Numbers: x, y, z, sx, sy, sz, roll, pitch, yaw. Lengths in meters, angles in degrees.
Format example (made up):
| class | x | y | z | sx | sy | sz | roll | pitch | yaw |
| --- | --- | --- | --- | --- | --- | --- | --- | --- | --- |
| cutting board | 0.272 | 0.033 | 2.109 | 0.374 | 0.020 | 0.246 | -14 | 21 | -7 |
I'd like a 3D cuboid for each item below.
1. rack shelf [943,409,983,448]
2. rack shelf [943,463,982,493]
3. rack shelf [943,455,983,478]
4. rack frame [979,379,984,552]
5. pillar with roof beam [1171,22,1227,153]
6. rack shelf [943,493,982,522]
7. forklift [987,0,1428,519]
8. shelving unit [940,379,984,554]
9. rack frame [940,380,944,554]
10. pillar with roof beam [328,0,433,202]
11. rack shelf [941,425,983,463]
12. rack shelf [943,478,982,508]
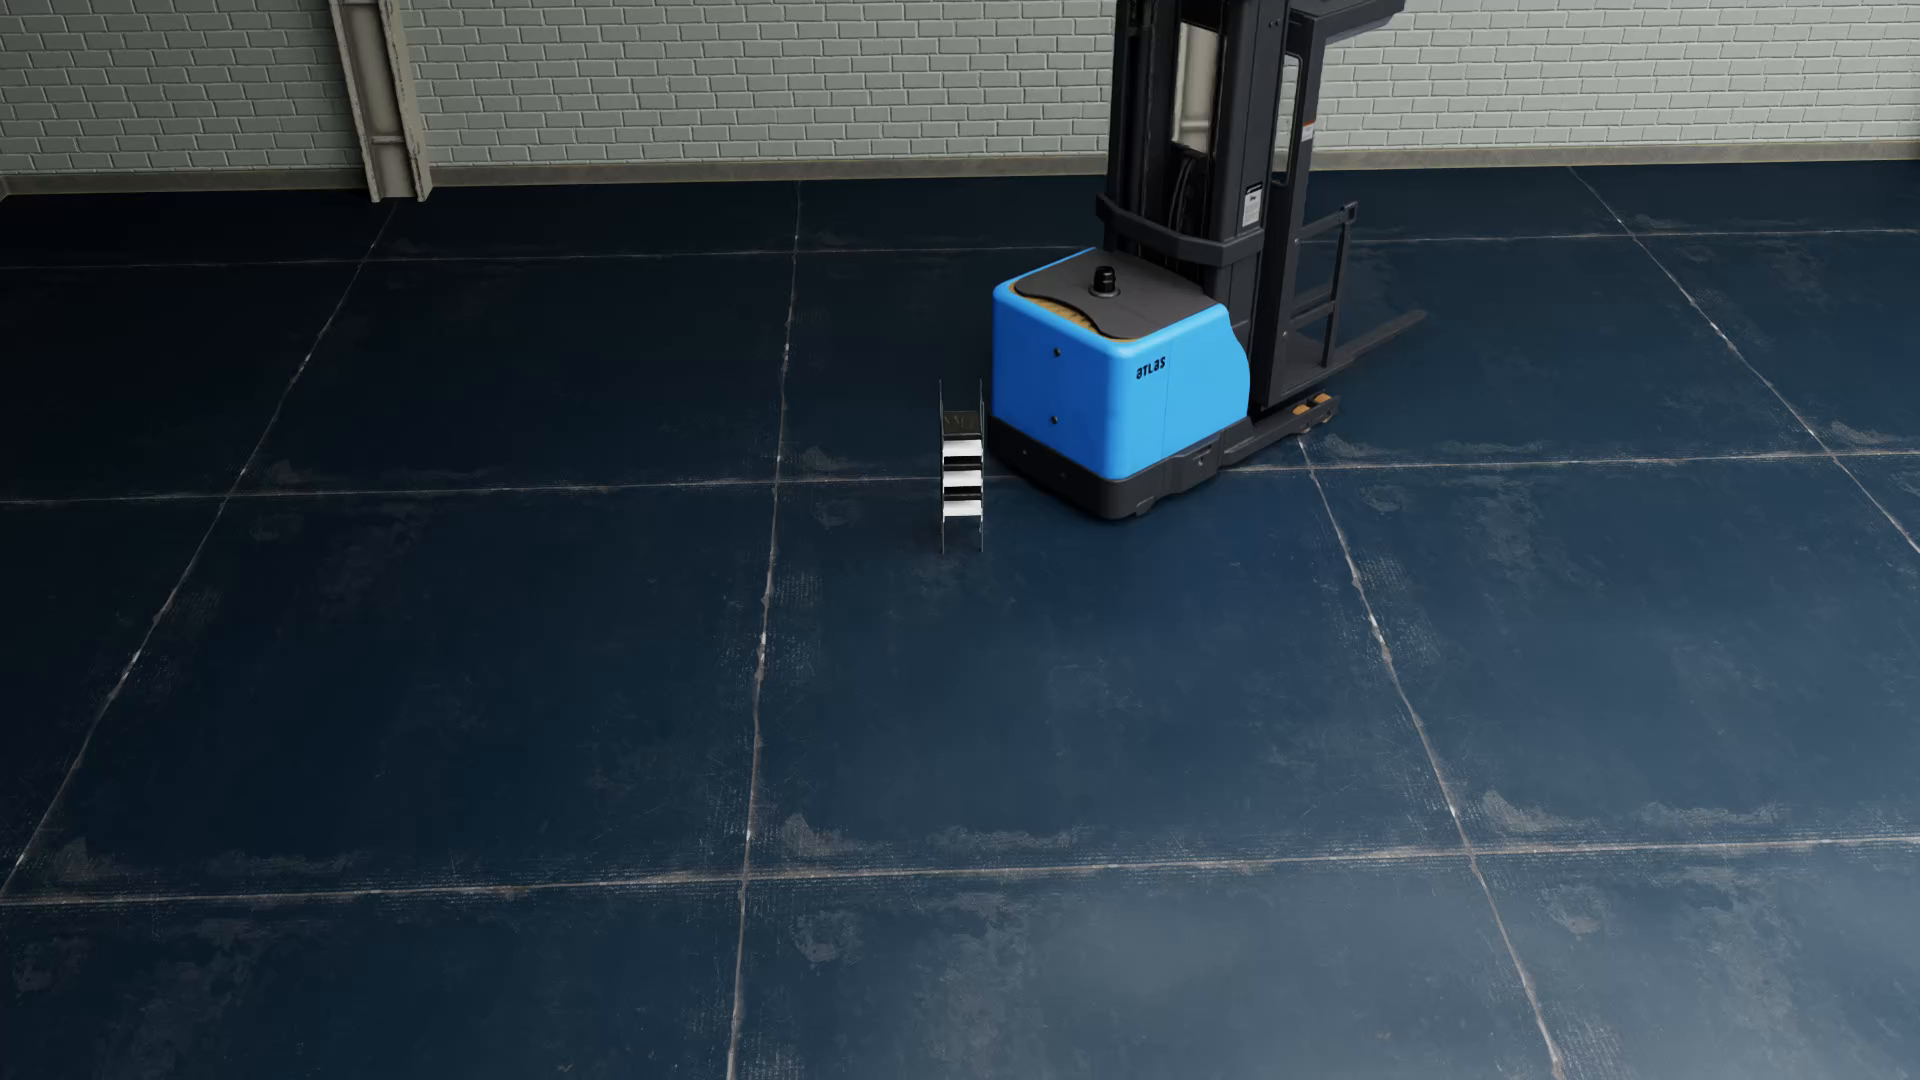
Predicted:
| class | x | y | z | sx | sy | sz | roll | pitch | yaw |
| --- | --- | --- | --- | --- | --- | --- | --- | --- | --- |
| rack shelf | 0.008 | -0.565 | 8.396 | 0.200 | 0.077 | 0.258 | -2 | 35 | -2 |
| rack shelf | 0.008 | -0.343 | 8.549 | 0.200 | 0.077 | 0.258 | -2 | 35 | -2 |
| rack shelf | 0.008 | -0.417 | 8.498 | 0.200 | 0.077 | 0.258 | -2 | 35 | -2 |
| rack frame | 0.110 | -0.373 | 8.534 | 0.006 | 0.900 | 0.240 | -2 | 35 | -2 |
| pillar with roof beam | 1.983 | -4.035 | 6.709 | 0.400 | 9.000 | 9.100 | -2 | 35 | -2 |
| rack shelf | 0.008 | -0.195 | 8.652 | 0.200 | 0.077 | 0.258 | -2 | 35 | -2 |
| forklift | 1.593 | -2.024 | 9.136 | 3.031 | 2.935 | 1.130 | -27 | 43 | -33 |
| shelving unit | 0.008 | -0.370 | 8.530 | 0.210 | 0.900 | 0.258 | -2 | 35 | -2 |
| rack frame | -0.093 | -0.367 | 8.526 | 0.006 | 0.900 | 0.240 | -2 | 35 | -2 |
| pillar with roof beam | -4.010 | -3.873 | 6.475 | 0.400 | 9.000 | 9.100 | -2 | 35 | -2 |
| rack shelf | 0.008 | -0.491 | 8.447 | 0.200 | 0.077 | 0.258 | -2 | 35 | -2 |
| rack shelf | 0.008 | -0.269 | 8.601 | 0.200 | 0.077 | 0.258 | -2 | 35 | -2 |
